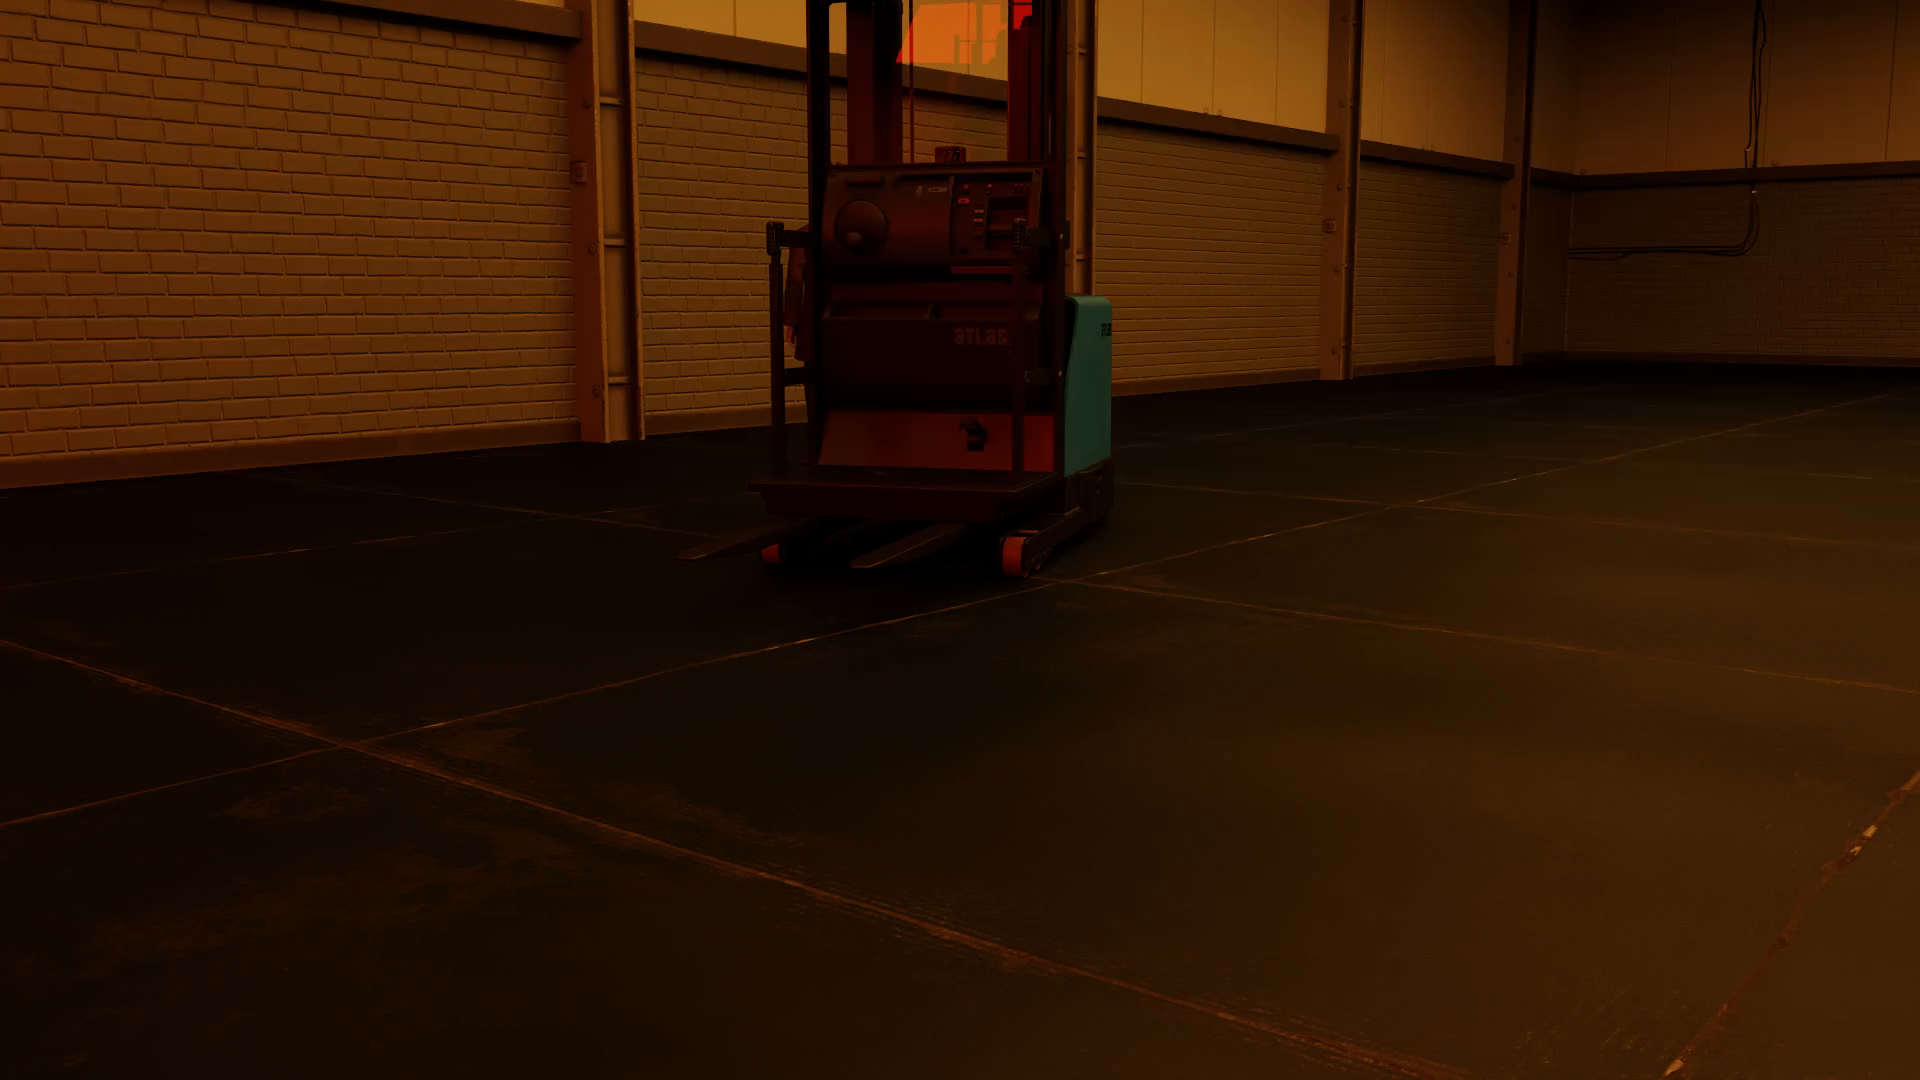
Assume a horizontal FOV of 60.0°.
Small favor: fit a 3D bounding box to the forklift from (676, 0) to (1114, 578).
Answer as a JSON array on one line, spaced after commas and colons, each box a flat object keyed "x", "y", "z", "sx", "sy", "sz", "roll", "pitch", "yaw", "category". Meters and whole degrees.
[{"x": -0.176, "y": -1.366, "z": 6.616, "sx": 1.130, "sy": 2.935, "sz": 3.031, "roll": 3, "pitch": 9, "yaw": 17, "category": "forklift"}]

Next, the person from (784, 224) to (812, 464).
[{"x": -0.804, "y": -1.364, "z": 10.602, "sx": 0.648, "sy": 1.774, "sz": 0.420, "roll": -2, "pitch": 9, "yaw": -12, "category": "person"}]
